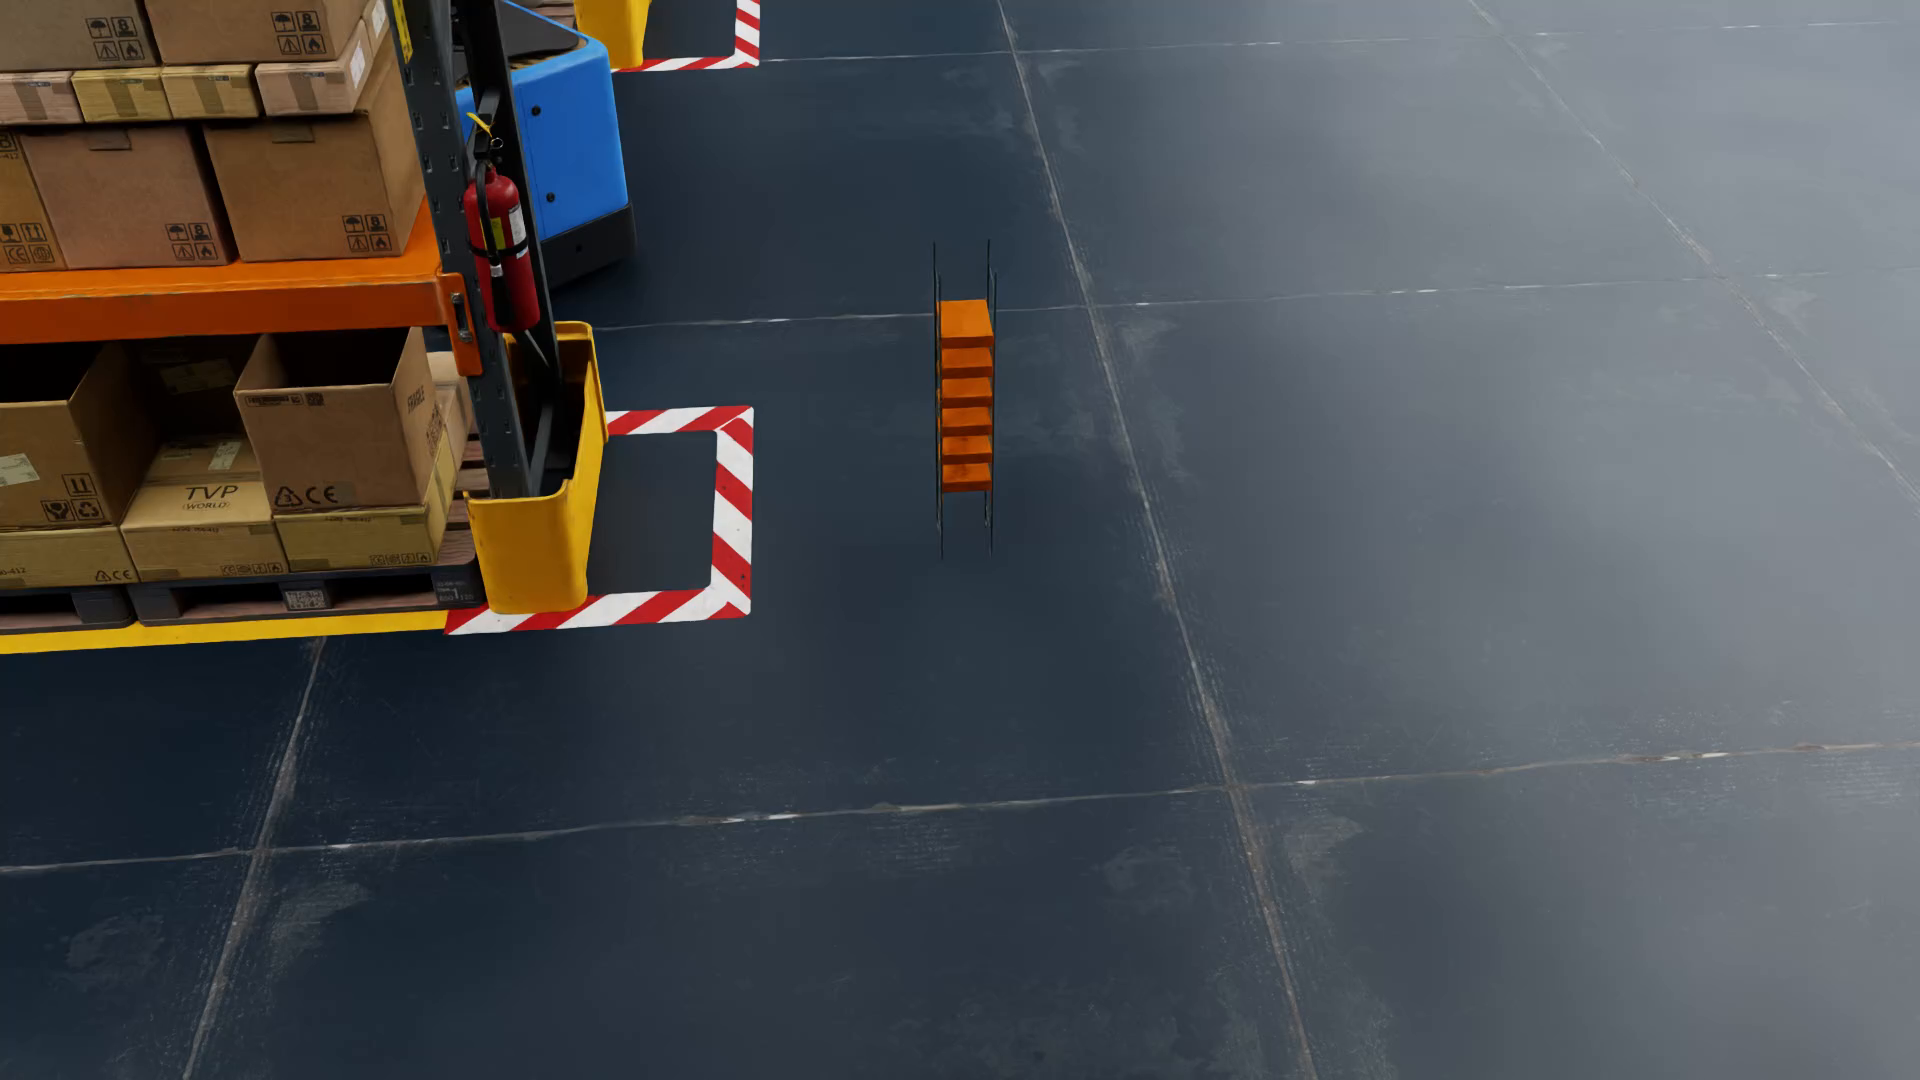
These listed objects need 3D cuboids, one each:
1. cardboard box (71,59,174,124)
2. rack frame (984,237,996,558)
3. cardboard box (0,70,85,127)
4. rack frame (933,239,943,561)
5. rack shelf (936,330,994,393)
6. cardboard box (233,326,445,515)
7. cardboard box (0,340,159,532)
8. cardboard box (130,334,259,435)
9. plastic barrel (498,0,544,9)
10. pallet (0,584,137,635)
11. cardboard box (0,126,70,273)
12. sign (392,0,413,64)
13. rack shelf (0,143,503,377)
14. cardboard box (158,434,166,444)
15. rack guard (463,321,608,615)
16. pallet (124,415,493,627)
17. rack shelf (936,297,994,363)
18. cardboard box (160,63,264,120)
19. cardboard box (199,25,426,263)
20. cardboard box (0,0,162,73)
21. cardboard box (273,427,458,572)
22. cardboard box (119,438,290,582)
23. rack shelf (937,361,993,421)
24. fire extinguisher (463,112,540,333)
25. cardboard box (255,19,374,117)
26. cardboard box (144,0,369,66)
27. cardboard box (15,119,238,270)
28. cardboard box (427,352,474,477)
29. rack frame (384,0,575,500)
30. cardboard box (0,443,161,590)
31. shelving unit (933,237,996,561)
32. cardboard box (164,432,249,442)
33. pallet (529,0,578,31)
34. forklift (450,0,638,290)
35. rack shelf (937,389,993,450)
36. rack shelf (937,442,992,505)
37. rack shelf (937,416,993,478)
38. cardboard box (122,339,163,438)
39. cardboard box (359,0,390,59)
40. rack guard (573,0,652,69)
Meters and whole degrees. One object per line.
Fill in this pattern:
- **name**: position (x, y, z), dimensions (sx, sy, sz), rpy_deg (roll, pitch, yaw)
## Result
- **cardboard box**: position (-2.466, -1.403, 5.002), dimensions (0.250, 0.149, 0.380), rpy_deg (-4, 38, -5)
- **rack frame**: position (0.106, -0.477, 5.886), dimensions (0.006, 1.200, 0.240), rpy_deg (-3, 38, -4)
- **cardboard box**: position (-2.716, -1.390, 4.986), dimensions (0.250, 0.149, 0.380), rpy_deg (-3, 38, -3)
- **rack frame**: position (-0.077, -0.467, 5.873), dimensions (0.006, 1.200, 0.240), rpy_deg (-3, 38, -4)
- **rack shelf**: position (0.014, -0.625, 5.758), dimensions (0.180, 0.103, 0.258), rpy_deg (-3, 38, -4)
- **cardboard box**: position (-2.095, -0.444, 5.666), dimensions (0.500, 0.500, 0.500), rpy_deg (-3, 38, -4)
- **cardboard box**: position (-3.089, -0.380, 5.585), dimensions (0.500, 0.500, 0.500), rpy_deg (-3, 38, -4)
- **cardboard box**: position (-2.638, -0.736, 6.036), dimensions (0.500, 0.500, 0.500), rpy_deg (-3, 38, -4)
- **plastic barrel**: position (-2.670, -3.438, 9.855), dimensions (0.421, 0.512, 0.421), rpy_deg (0, 38, 0)
- **pallet**: position (-3.557, -0.049, 6.142), dimensions (1.213, 0.211, 1.003), rpy_deg (-3, 38, -4)
- **cardboard box**: position (-3.071, -1.243, 5.323), dimensions (0.500, 0.500, 0.700), rpy_deg (-3, 38, -4)
- **sign**: position (-1.552, -1.489, 4.589), dimensions (0.005, 0.325, 0.100), rpy_deg (-3, 38, -4)
- **rack shelf**: position (-3.579, -0.885, 5.530), dimensions (4.000, 0.370, 1.077), rpy_deg (-3, 38, -4)
- **cardboard box**: position (-3.136, -0.413, 6.233), dimensions (0.500, 0.250, 0.500), rpy_deg (-3, 38, -4)
- **rack guard**: position (-1.563, -0.297, 6.223), dimensions (0.348, 0.500, 1.175), rpy_deg (-3, 38, -4)
- **pallet**: position (-2.345, -0.114, 6.224), dimensions (1.213, 0.211, 1.003), rpy_deg (-3, 38, -4)
- **rack shelf**: position (0.014, -0.720, 5.684), dimensions (0.180, 0.103, 0.258), rpy_deg (-3, 38, -4)
- **cardboard box**: position (-2.211, -1.417, 5.020), dimensions (0.250, 0.149, 0.380), rpy_deg (-2, 38, -3)
- **cardboard box**: position (-2.053, -1.298, 5.393), dimensions (0.500, 0.500, 0.700), rpy_deg (-3, 38, -4)
- **cardboard box**: position (-2.629, -1.773, 4.947), dimensions (0.500, 0.500, 0.700), rpy_deg (-4, 38, -5)
- **cardboard box**: position (-2.095, -0.150, 5.900), dimensions (0.500, 0.250, 0.500), rpy_deg (-3, 38, -4)
- **cardboard box**: position (-2.592, -0.116, 5.856), dimensions (0.500, 0.250, 0.500), rpy_deg (-3, 38, -4)
- **rack shelf**: position (0.014, -0.531, 5.833), dimensions (0.180, 0.103, 0.258), rpy_deg (-3, 38, -4)
- **fire extinguisher**: position (-1.428, -0.966, 5.116), dimensions (0.183, 0.674, 0.296), rpy_deg (-3, 38, -4)
- **cardboard box**: position (-1.950, -1.432, 5.039), dimensions (0.250, 0.149, 0.380), rpy_deg (-4, 38, -5)
- **cardboard box**: position (-2.106, -1.805, 4.988), dimensions (0.500, 0.500, 0.700), rpy_deg (-3, 38, -4)
- **cardboard box**: position (-2.575, -1.267, 5.353), dimensions (0.500, 0.500, 0.700), rpy_deg (-2, 38, -3)
- **cardboard box**: position (-2.141, -0.470, 6.305), dimensions (0.500, 0.250, 0.500), rpy_deg (-3, 38, -4)
- **rack frame**: position (-1.587, -1.277, 5.447), dimensions (0.127, 3.000, 1.000), rpy_deg (-3, 38, -4)
- **cardboard box**: position (-3.090, -0.087, 5.820), dimensions (0.500, 0.250, 0.500), rpy_deg (-3, 38, -4)
- **shelving unit**: position (0.014, -0.472, 5.879), dimensions (0.189, 1.200, 0.258), rpy_deg (-3, 38, -4)
- **cardboard box**: position (-2.638, -0.440, 6.267), dimensions (0.500, 0.250, 0.500), rpy_deg (-3, 38, -4)
- **pallet**: position (-2.903, -3.164, 10.090), dimensions (1.213, 0.211, 1.003), rpy_deg (-3, 38, -4)
- **forklift**: position (-2.941, -2.898, 7.557), dimensions (3.031, 2.935, 1.130), rpy_deg (31, 48, 33)
- **rack shelf**: position (0.014, -0.437, 5.907), dimensions (0.180, 0.103, 0.258), rpy_deg (-3, 38, -4)
- **rack shelf**: position (0.014, -0.249, 6.056), dimensions (0.180, 0.103, 0.258), rpy_deg (-3, 38, -4)
- **rack shelf**: position (0.014, -0.343, 5.981), dimensions (0.180, 0.103, 0.258), rpy_deg (-3, 38, -4)
- **cardboard box**: position (-3.135, -0.700, 5.992), dimensions (0.500, 0.500, 0.500), rpy_deg (-3, 38, -4)
- **cardboard box**: position (-1.997, -1.682, 5.356), dimensions (0.250, 0.149, 0.380), rpy_deg (-3, 38, -4)
- **rack guard**: position (-2.093, -3.319, 10.052), dimensions (0.348, 0.500, 1.175), rpy_deg (-3, 38, -4)
